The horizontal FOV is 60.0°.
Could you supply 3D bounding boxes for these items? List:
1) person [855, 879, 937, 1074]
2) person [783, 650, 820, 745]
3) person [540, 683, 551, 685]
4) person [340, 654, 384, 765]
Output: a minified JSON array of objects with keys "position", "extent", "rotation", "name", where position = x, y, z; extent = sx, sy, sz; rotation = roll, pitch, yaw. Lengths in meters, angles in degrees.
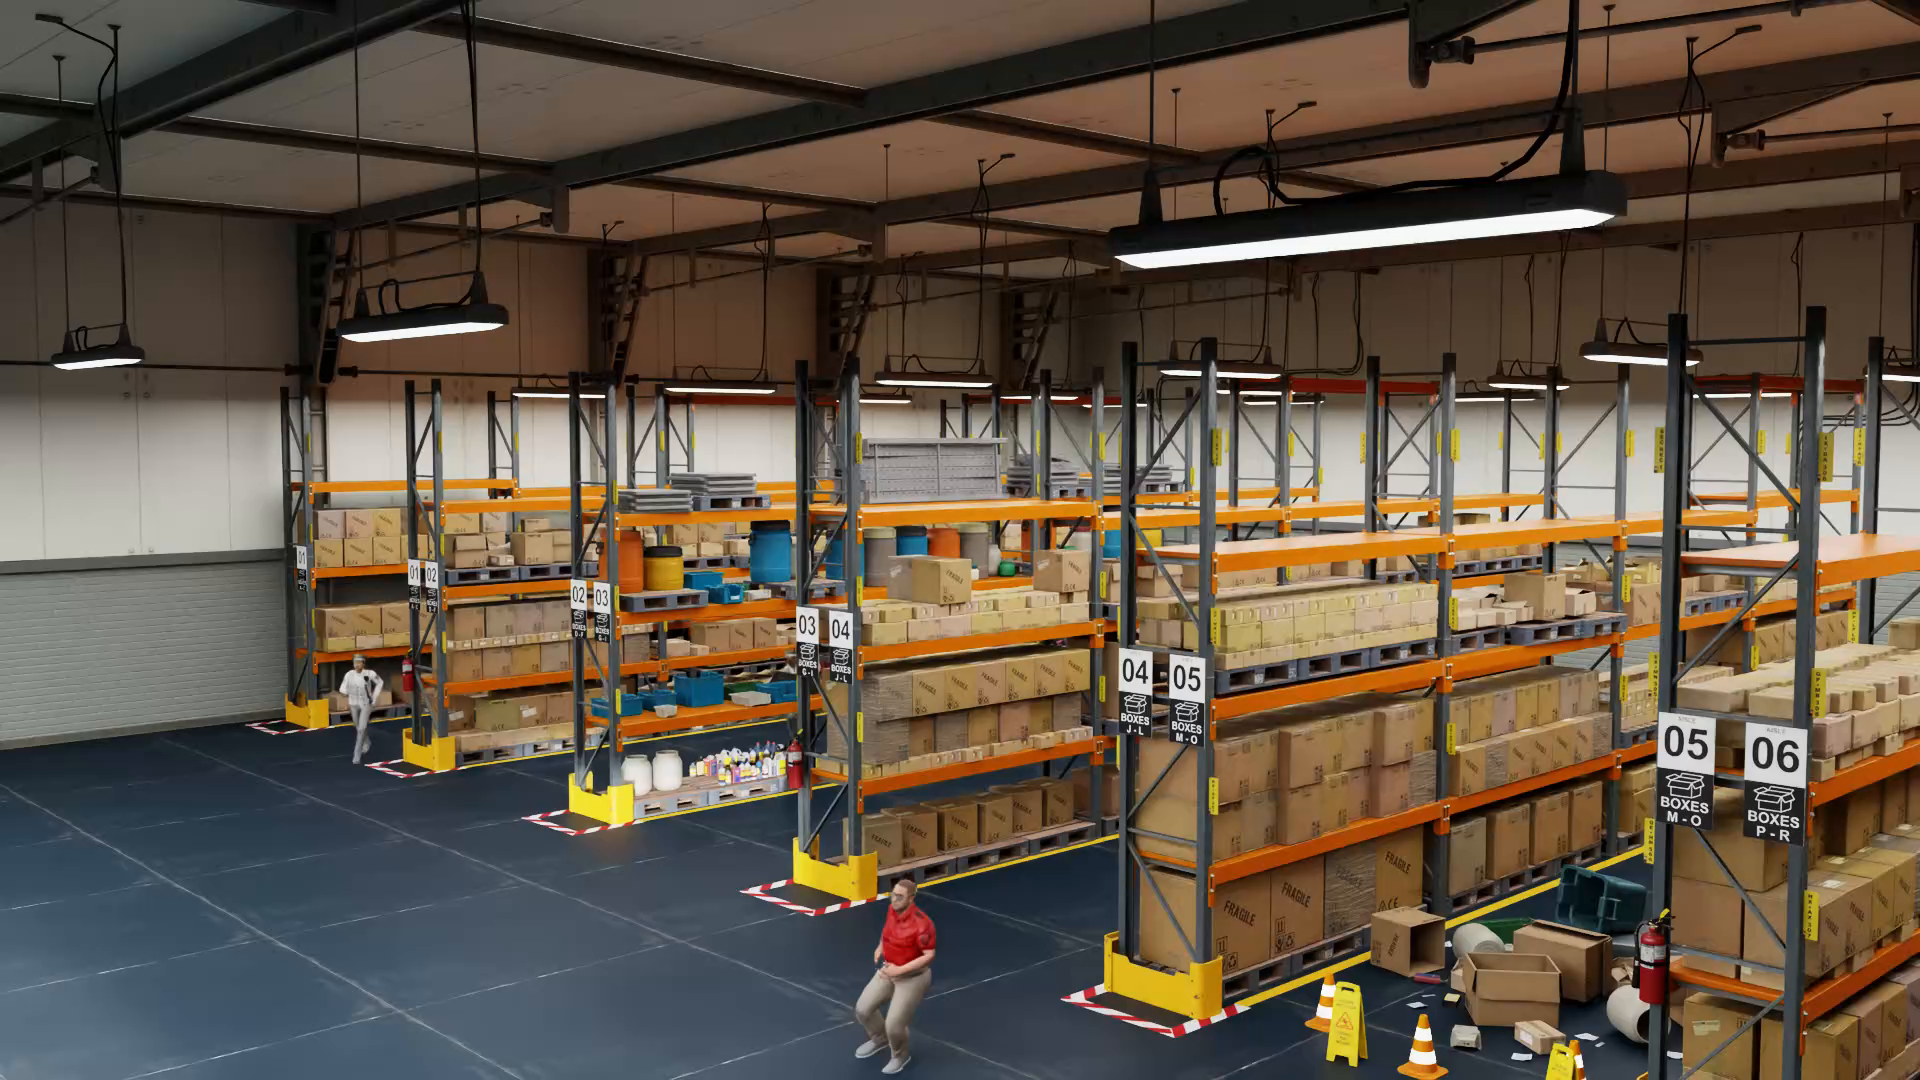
[{"position":[-0.547,3.519,13.340],"extent":[0.868,1.653,0.630],"rotation":[3,5,39],"name":"person"},{"position":[-2.668,2.632,27.726],"extent":[0.621,1.644,0.802],"rotation":[0,4,3],"name":"person"},{"position":[-7.282,2.505,29.177],"extent":[0.606,1.640,0.952],"rotation":[2,4,30],"name":"person"},{"position":[-9.477,2.629,26.340],"extent":[0.604,1.710,0.890],"rotation":[0,4,2],"name":"person"}]
